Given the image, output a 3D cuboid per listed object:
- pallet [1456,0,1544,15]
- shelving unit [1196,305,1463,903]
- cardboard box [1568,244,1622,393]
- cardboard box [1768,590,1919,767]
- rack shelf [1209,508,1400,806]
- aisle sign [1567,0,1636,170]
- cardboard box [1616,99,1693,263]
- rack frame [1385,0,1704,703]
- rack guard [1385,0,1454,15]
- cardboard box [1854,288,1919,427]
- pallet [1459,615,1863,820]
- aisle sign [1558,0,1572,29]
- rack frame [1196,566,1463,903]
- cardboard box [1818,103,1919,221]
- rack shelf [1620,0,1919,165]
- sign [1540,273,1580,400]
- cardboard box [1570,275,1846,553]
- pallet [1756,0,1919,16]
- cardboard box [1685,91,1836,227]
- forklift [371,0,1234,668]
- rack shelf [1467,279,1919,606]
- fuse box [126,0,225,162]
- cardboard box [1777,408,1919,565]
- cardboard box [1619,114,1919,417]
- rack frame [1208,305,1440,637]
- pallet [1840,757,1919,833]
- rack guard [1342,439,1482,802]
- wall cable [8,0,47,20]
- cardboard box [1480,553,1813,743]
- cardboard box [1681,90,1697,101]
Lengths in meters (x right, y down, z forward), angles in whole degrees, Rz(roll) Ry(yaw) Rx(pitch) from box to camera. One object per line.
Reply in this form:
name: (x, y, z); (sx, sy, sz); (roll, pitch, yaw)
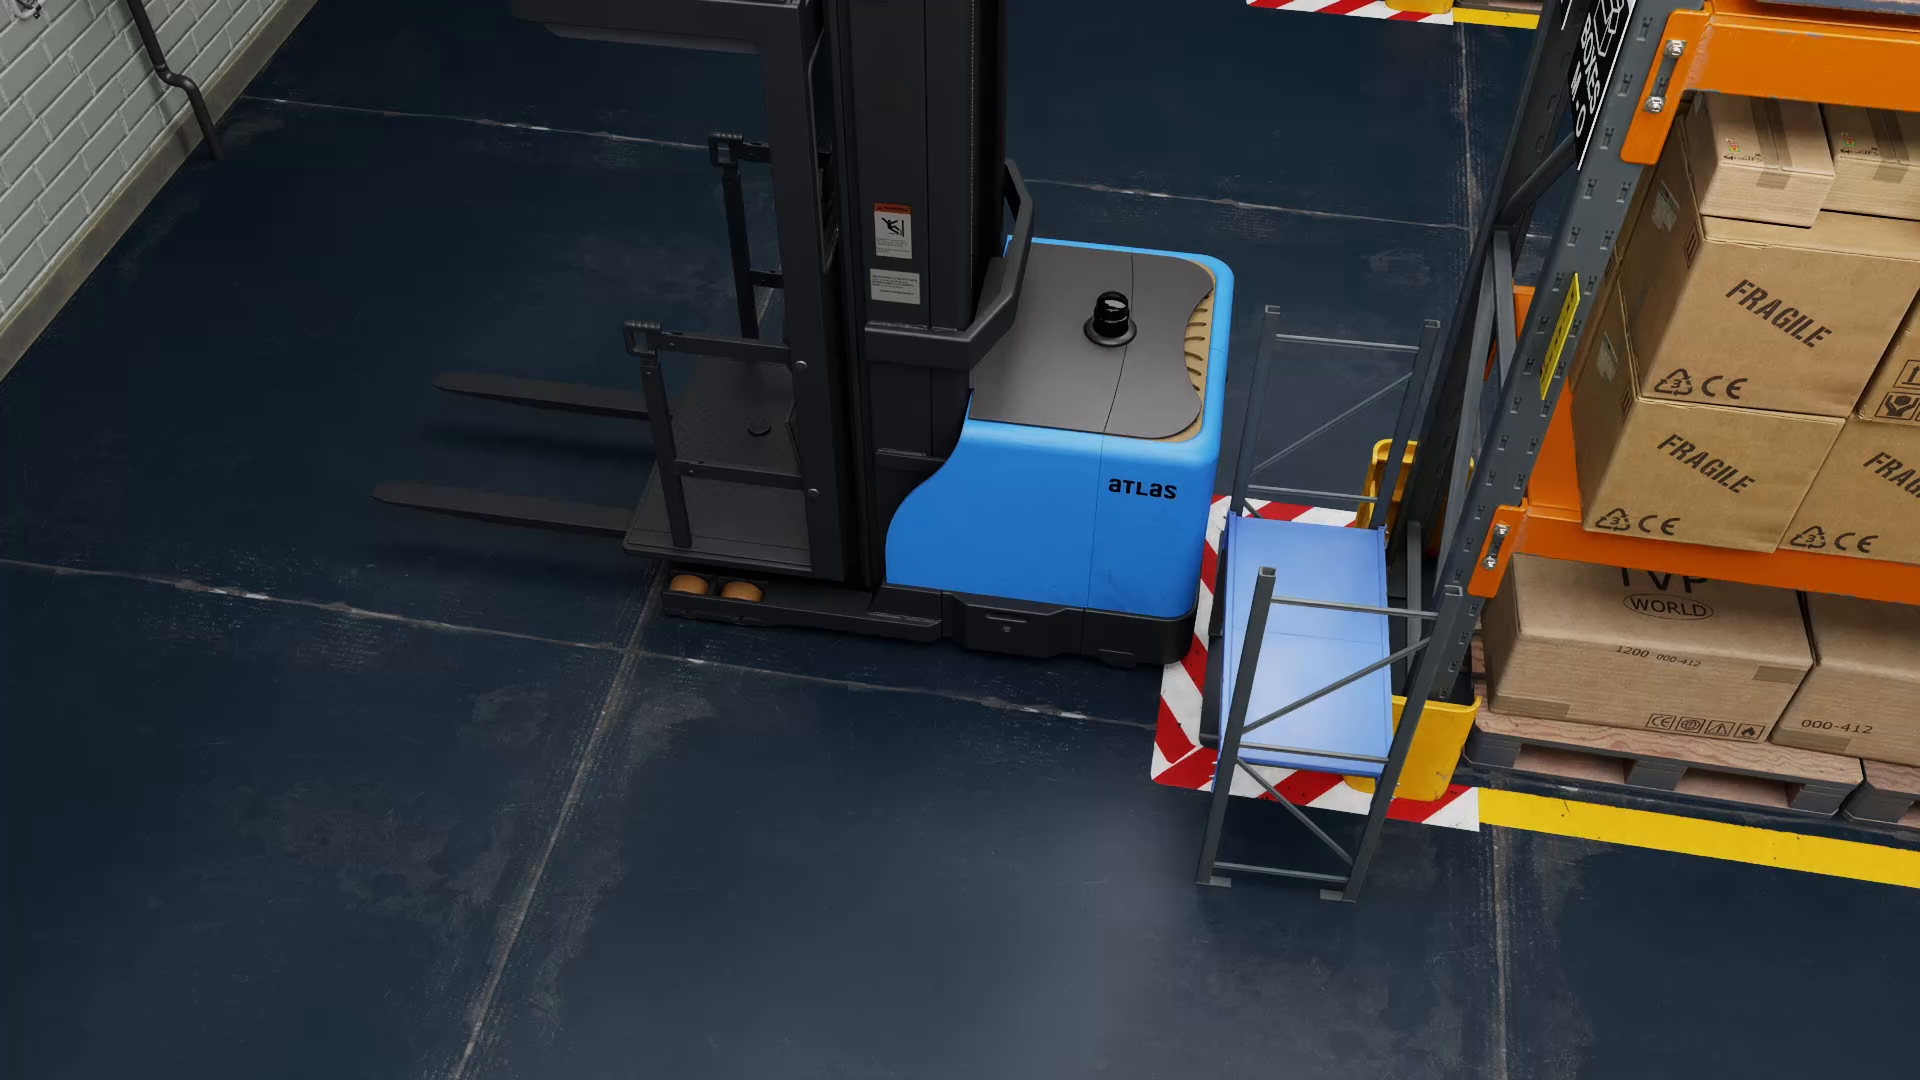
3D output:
pallet: (3.298, -3.167, 8.954); (1.213, 0.211, 1.003); (8, 49, 7)
shelving unit: (1.066, 0.229, 5.036); (0.538, 1.500, 1.048); (6, 48, 5)
cardboard box: (2.081, -0.744, 4.835); (0.500, 0.500, 0.500); (8, 49, 7)
cardboard box: (3.129, 0.265, 5.436); (0.875, 0.438, 0.875); (9, 49, 8)
rack shelf: (1.066, 0.349, 5.170); (0.538, 0.185, 1.000); (6, 48, 5)
aisle sign: (1.437, -1.247, 3.606); (0.004, 0.787, 0.394); (8, 49, 7)
cardboard box: (2.076, -1.059, 4.445); (0.500, 0.500, 0.500); (9, 49, 8)
rack frame: (1.559, -0.580, 4.755); (0.127, 3.000, 1.000); (8, 49, 7)
rack guard: (2.513, -3.369, 8.941); (0.348, 0.500, 1.175); (8, 49, 7)
cardboard box: (2.491, -0.613, 4.045); (0.500, 0.500, 0.500); (6, 48, 6)
pallet: (2.360, 0.400, 5.749); (1.213, 0.211, 1.003); (8, 49, 7)
aisle sign: (1.544, -1.686, 4.000); (0.004, 0.787, 0.394); (8, 49, 7)
rack frame: (0.997, 0.603, 4.700); (0.500, 1.500, 0.032); (6, 48, 5)
cardboard box: (2.130, -0.933, 3.896); (0.250, 0.149, 0.380); (9, 49, 8)
rack shelf: (3.527, -1.078, 3.669); (4.000, 0.370, 1.077); (8, 49, 7)
sign: (1.455, -0.491, 4.039); (0.005, 0.325, 0.100); (8, 49, 7)
cardboard box: (1.981, -0.340, 4.472); (0.500, 0.500, 0.500); (7, 48, 7)
pallet: (2.291, -1.463, 3.591); (1.213, 0.211, 1.003); (8, 49, 7)
cardboard box: (1.859, -0.915, 3.880); (0.250, 0.149, 0.380); (9, 49, 8)
forklift: (-0.616, -1.055, 5.228); (3.031, 2.935, 1.130); (7, 48, 6)
rack shelf: (3.527, -0.075, 4.785); (4.000, 0.370, 1.077); (8, 49, 7)
fuse box: (-3.477, -2.397, 7.253); (0.414, 1.711, 0.539); (8, 49, 7)
cardboard box: (2.483, -0.294, 4.430); (0.500, 0.500, 0.500); (7, 48, 6)
cardboard box: (1.981, -0.676, 4.101); (0.500, 0.500, 0.500); (7, 48, 6)
rack frame: (1.136, -0.146, 5.373); (0.500, 1.500, 0.032); (6, 48, 5)
pallet: (3.557, 0.563, 5.602); (1.213, 0.211, 1.003); (8, 49, 7)
rack guard: (1.536, 0.252, 5.688); (0.348, 0.500, 1.175); (8, 49, 7)
wall cable: (-3.753, -2.689, 5.966); (0.122, 1.984, 0.588); (8, 49, 7)
cardboard box: (2.227, 0.150, 5.539); (0.875, 0.438, 0.875); (6, 48, 6)
cardboard box: (1.948, -1.264, 4.194); (0.250, 0.149, 0.380); (8, 49, 7)
